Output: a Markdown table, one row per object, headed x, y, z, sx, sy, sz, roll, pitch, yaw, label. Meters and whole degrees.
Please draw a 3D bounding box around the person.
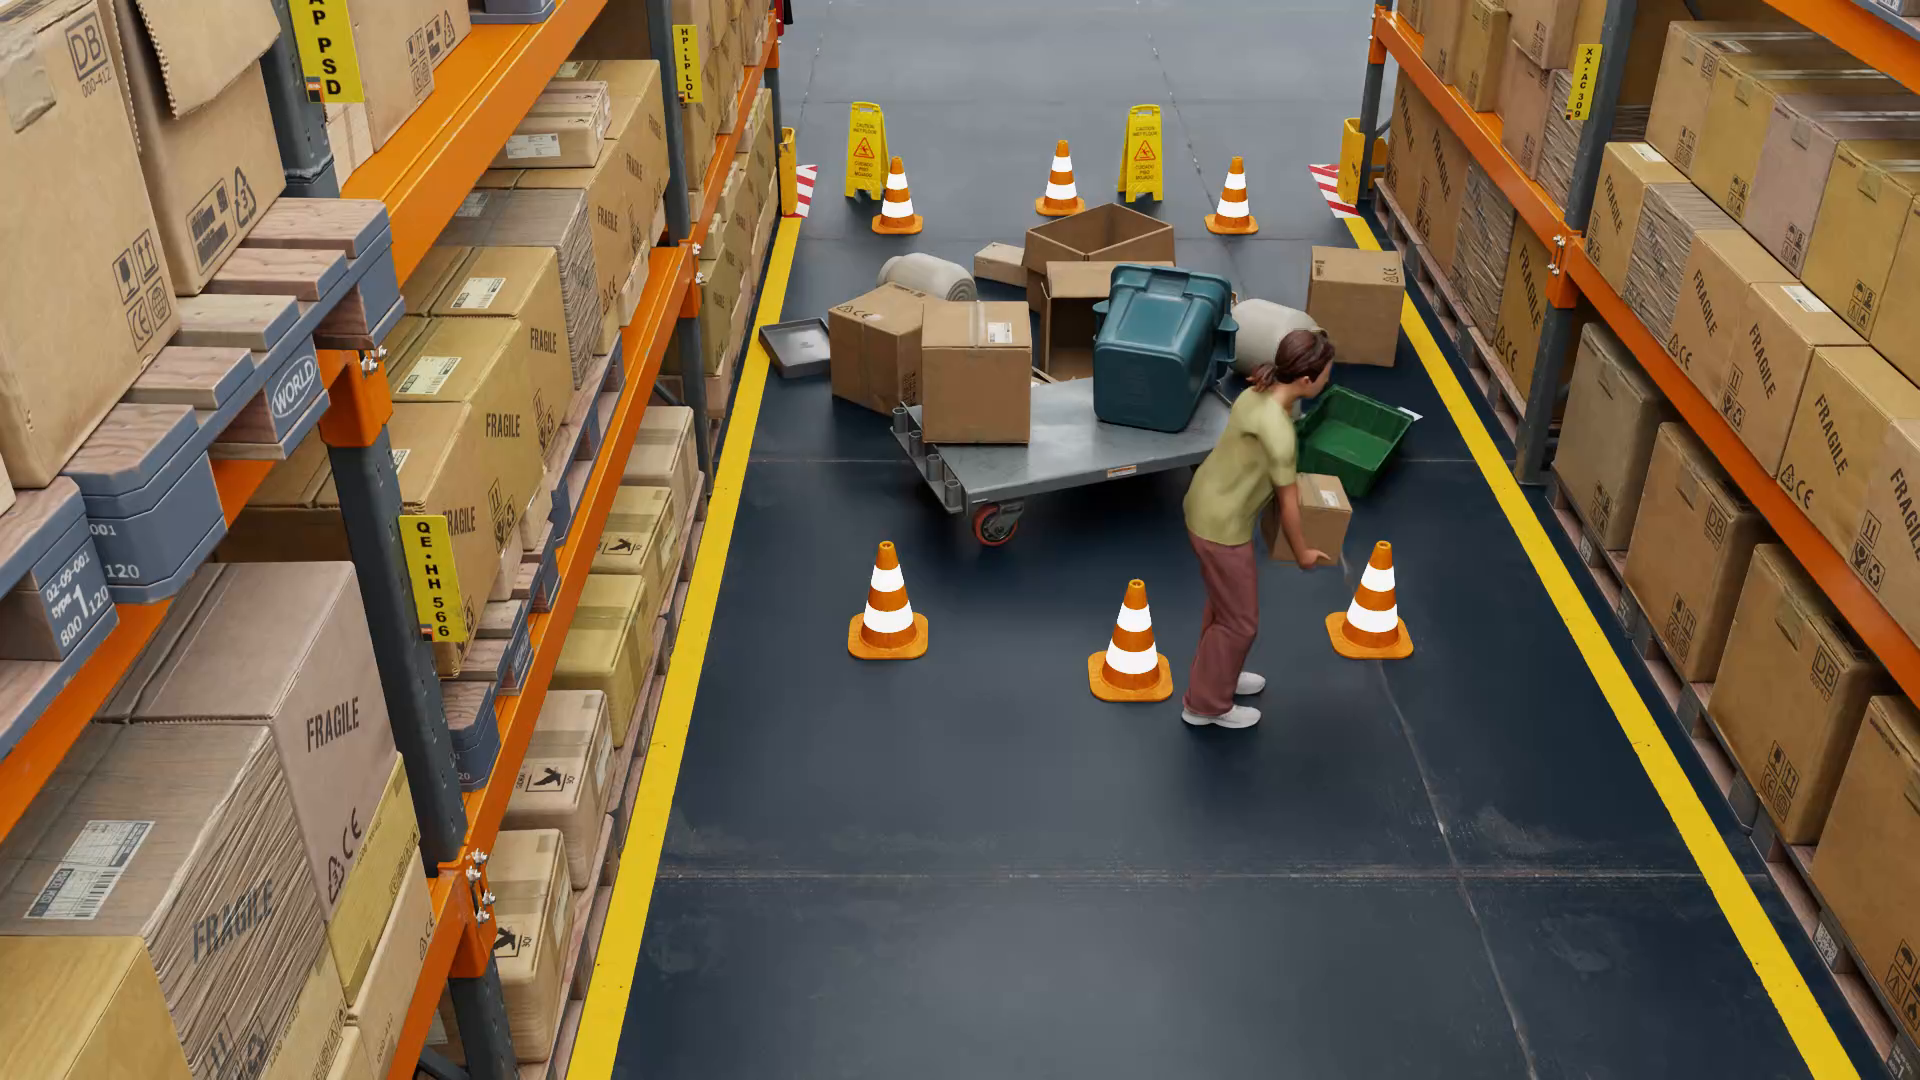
| x | y | z | sx | sy | sz | roll | pitch | yaw | label |
| --- | --- | --- | --- | --- | --- | --- | --- | --- | --- |
| 1.103 | -0.038 | 6.254 | 0.535 | 1.624 | 0.404 | -1 | 32 | -1 | person |
